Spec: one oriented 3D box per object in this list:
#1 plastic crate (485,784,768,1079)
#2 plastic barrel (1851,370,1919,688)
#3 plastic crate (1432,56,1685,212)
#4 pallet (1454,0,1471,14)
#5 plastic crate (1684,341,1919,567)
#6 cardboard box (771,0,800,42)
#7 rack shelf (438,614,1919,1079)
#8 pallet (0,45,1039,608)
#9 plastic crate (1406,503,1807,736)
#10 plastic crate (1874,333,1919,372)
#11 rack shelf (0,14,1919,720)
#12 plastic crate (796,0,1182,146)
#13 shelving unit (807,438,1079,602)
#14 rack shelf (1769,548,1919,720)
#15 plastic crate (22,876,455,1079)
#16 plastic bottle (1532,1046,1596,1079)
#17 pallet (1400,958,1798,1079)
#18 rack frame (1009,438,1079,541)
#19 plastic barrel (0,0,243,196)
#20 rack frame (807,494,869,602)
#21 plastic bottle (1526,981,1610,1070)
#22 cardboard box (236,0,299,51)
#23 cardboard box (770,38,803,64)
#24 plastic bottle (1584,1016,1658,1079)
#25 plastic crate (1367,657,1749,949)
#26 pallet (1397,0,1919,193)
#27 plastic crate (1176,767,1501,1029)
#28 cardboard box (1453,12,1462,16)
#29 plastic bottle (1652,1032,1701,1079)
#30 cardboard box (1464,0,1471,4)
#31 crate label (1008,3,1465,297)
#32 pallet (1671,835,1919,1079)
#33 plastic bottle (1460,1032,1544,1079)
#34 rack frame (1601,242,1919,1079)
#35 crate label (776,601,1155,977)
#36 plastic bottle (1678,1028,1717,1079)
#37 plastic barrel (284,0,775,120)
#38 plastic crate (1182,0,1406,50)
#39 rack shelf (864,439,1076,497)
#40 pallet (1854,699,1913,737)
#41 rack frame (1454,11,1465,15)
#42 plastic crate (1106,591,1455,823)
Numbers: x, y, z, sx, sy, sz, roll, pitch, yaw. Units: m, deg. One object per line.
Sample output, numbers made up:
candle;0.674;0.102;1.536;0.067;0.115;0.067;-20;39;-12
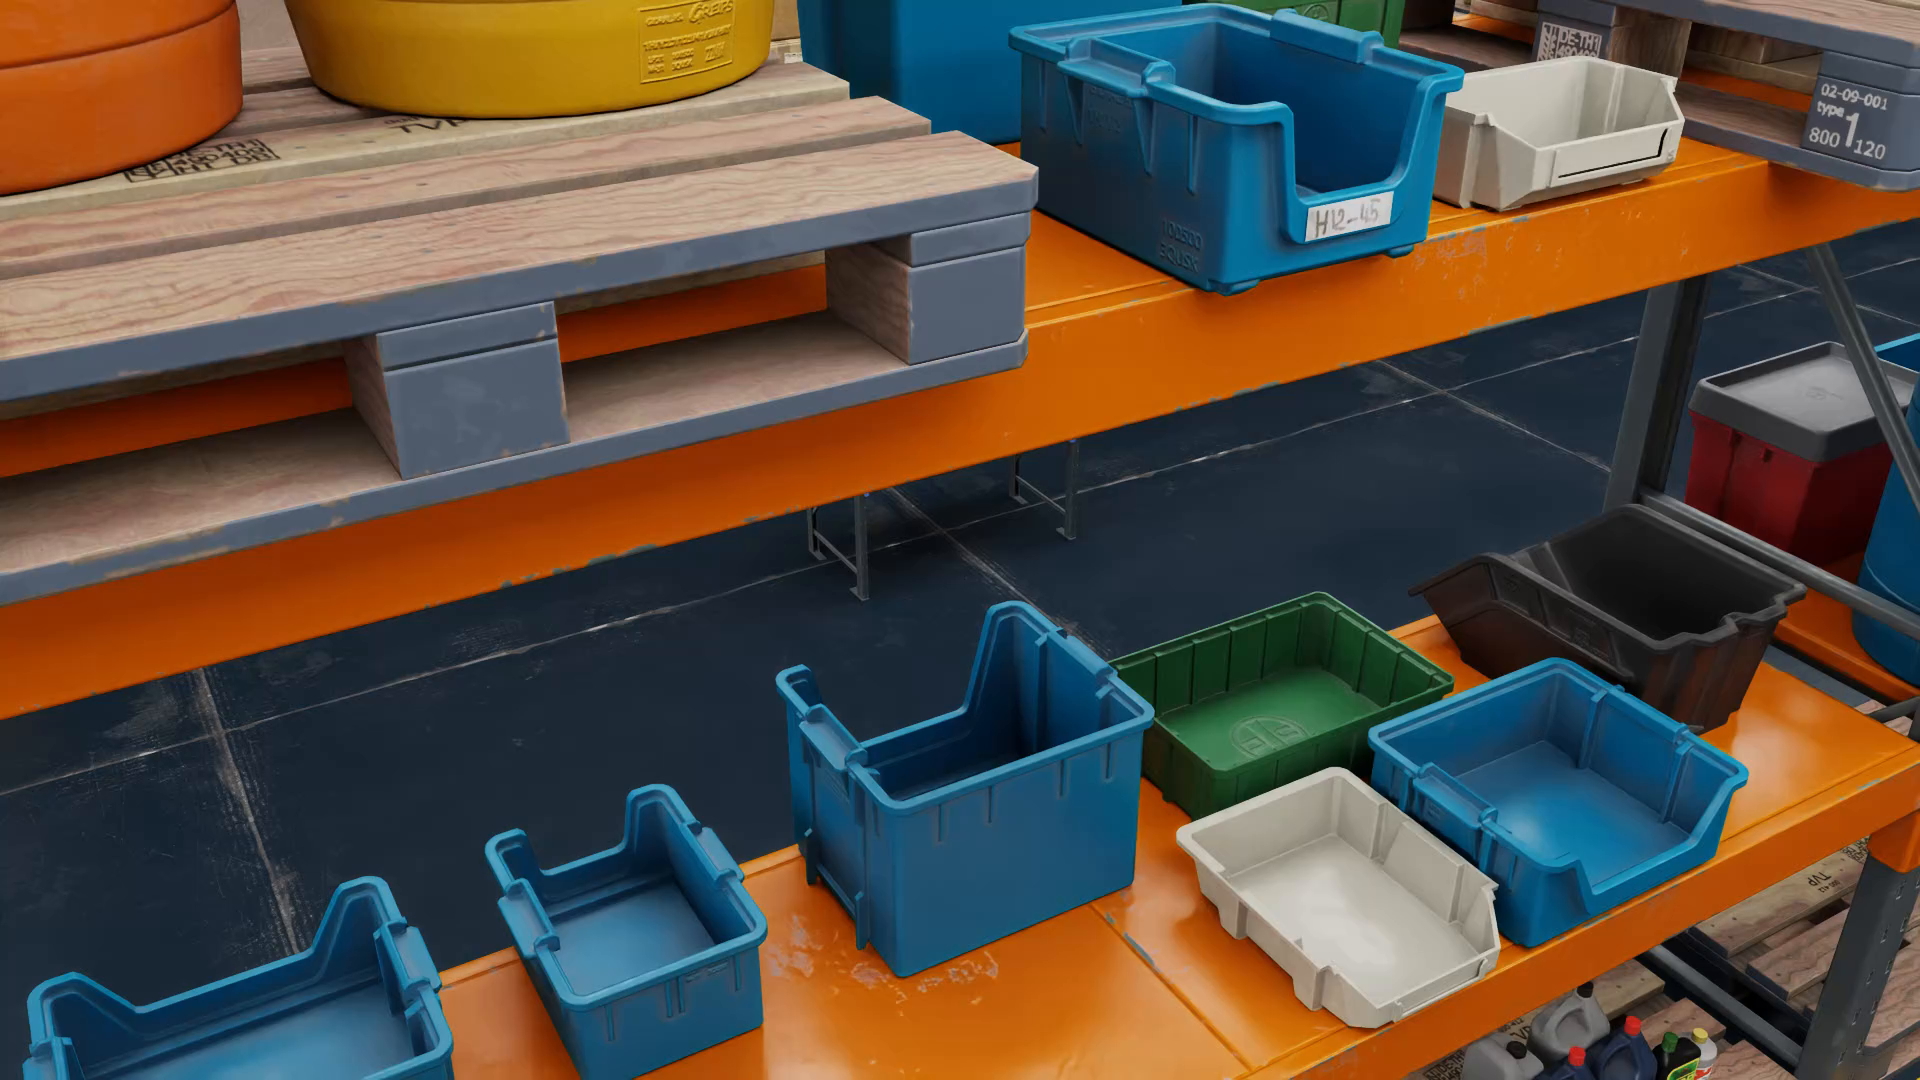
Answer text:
plastic crate;-0.603;0.708;3.017;0.408;0.251;0.499;-16;33;-26
plastic barrel;2.489;-0.121;3.845;0.708;0.901;0.600;-16;33;-26
plastic crate;0.824;-0.569;2.346;0.396;0.136;0.243;-16;33;-26
pallet;3.494;-3.088;9.939;1.003;0.211;1.213;-16;33;-26
plastic crate;2.265;-0.207;4.454;0.583;0.464;0.402;-16;33;-26
cardboard box;-0.883;-2.498;7.225;0.500;0.500;0.700;-16;33;-26
rack shelf;0.278;0.872;3.311;4.000;0.370;1.077;-16;33;-26
pallet;-0.683;-0.346;1.864;1.213;0.211;1.003;-16;33;-26
plastic crate;1.487;0.169;3.903;0.504;0.338;0.767;-16;33;-26
plastic crate;2.796;-0.325;4.752;0.575;0.384;0.392;-16;33;-26
rack shelf;0.278;-0.442;2.586;4.000;0.370;1.077;-16;33;-26
plastic crate;0.045;-0.852;2.602;0.575;0.384;0.392;-16;33;-26
shelving unit;-0.074;-0.636;6.850;1.048;1.500;0.538;-16;33;-26
rack shelf;3.727;-0.107;5.085;4.000;0.370;1.077;-16;33;-26
plastic crate;-1.166;0.864;2.733;0.616;0.251;0.499;-16;33;-26
plastic bottle;1.428;1.359;3.969;0.185;0.351;0.144;-18;33;-29
pallet;1.402;1.435;4.431;1.213;0.211;1.003;-16;33;-26
rack frame;0.365;-0.760;7.075;0.032;1.500;0.500;-16;33;-26
plastic barrel;-1.091;-0.811;1.631;0.708;0.830;0.600;-16;33;-26
rack frame;-0.512;-0.511;6.624;0.032;1.500;0.500;-16;33;-26
plastic bottle;1.520;1.252;4.163;0.185;0.351;0.144;-16;33;-26
cardboard box;-2.613;-2.007;6.335;0.500;0.500;0.700;-16;33;-26
cardboard box;-0.844;-2.110;7.193;0.250;0.149;0.380;-17;33;-27
plastic bottle;1.593;1.312;4.054;0.185;0.351;0.144;-17;33;-28
plastic crate;1.186;0.516;3.364;0.616;0.251;0.499;-16;33;-26
pallet;1.430;-0.946;2.951;1.003;0.211;1.213;-16;33;-26
plastic crate;0.731;0.686;3.176;0.437;0.136;0.530;-16;33;-26
cardboard box;2.609;-2.867;9.432;0.500;0.311;0.500;-14;32;-23
plastic bottle;1.755;1.319;4.112;0.133;0.283;0.061;-14;32;-24
cardboard box;3.431;-3.405;9.778;0.700;0.500;0.500;22;36;34
crate label;0.335;-0.522;2.142;0.408;0.251;0.502;-16;33;-26
pallet;2.660;1.080;5.075;1.213;0.211;1.003;-16;33;-26
plastic bottle;1.331;1.336;4.088;0.135;0.276;0.152;-16;33;-26
rack frame;2.003;0.067;4.024;0.127;3.000;1.000;-16;33;-26
crate label;0.004;0.468;3.262;0.616;0.435;0.502;-16;33;-26
plastic bottle;1.848;1.318;4.198;0.097;0.201;0.097;0;29;0
plastic barrel;-0.528;-0.865;1.980;0.600;0.588;0.600;0;29;0
plastic crate;0.504;-0.881;2.856;0.450;0.188;0.336;-16;33;-26
rack shelf;-0.074;-0.478;6.937;1.000;0.185;0.538;-16;33;-26
pallet;3.713;0.779;5.620;1.213;0.211;1.003;-16;33;-26
rack frame;2.945;-2.976;9.539;0.127;3.000;1.000;-16;33;-26
plastic crate;0.689;0.375;3.686;0.662;0.188;0.450;-16;33;-26
